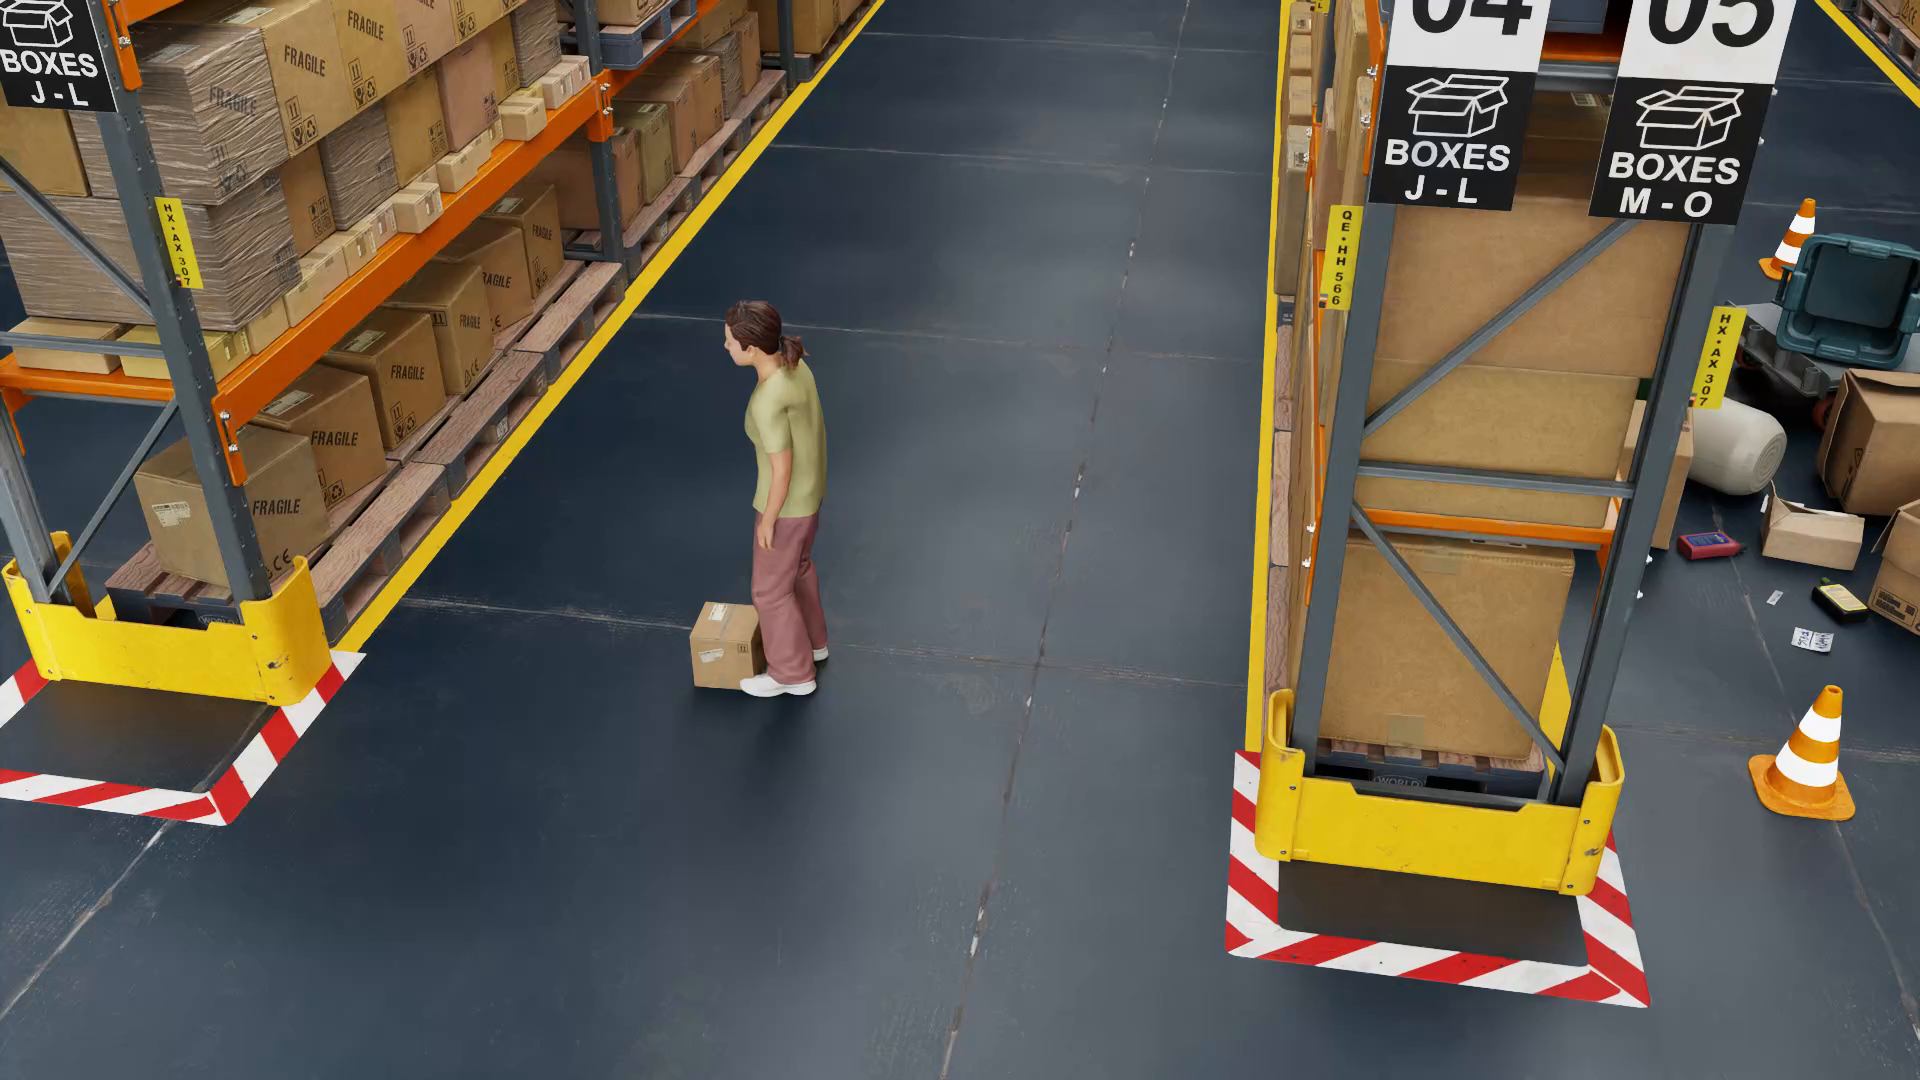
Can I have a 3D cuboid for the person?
[{"bbox_3d":[-0.693,-0.153,6.379,0.365,1.672,0.497,4,33,7],"label":"person"}]
